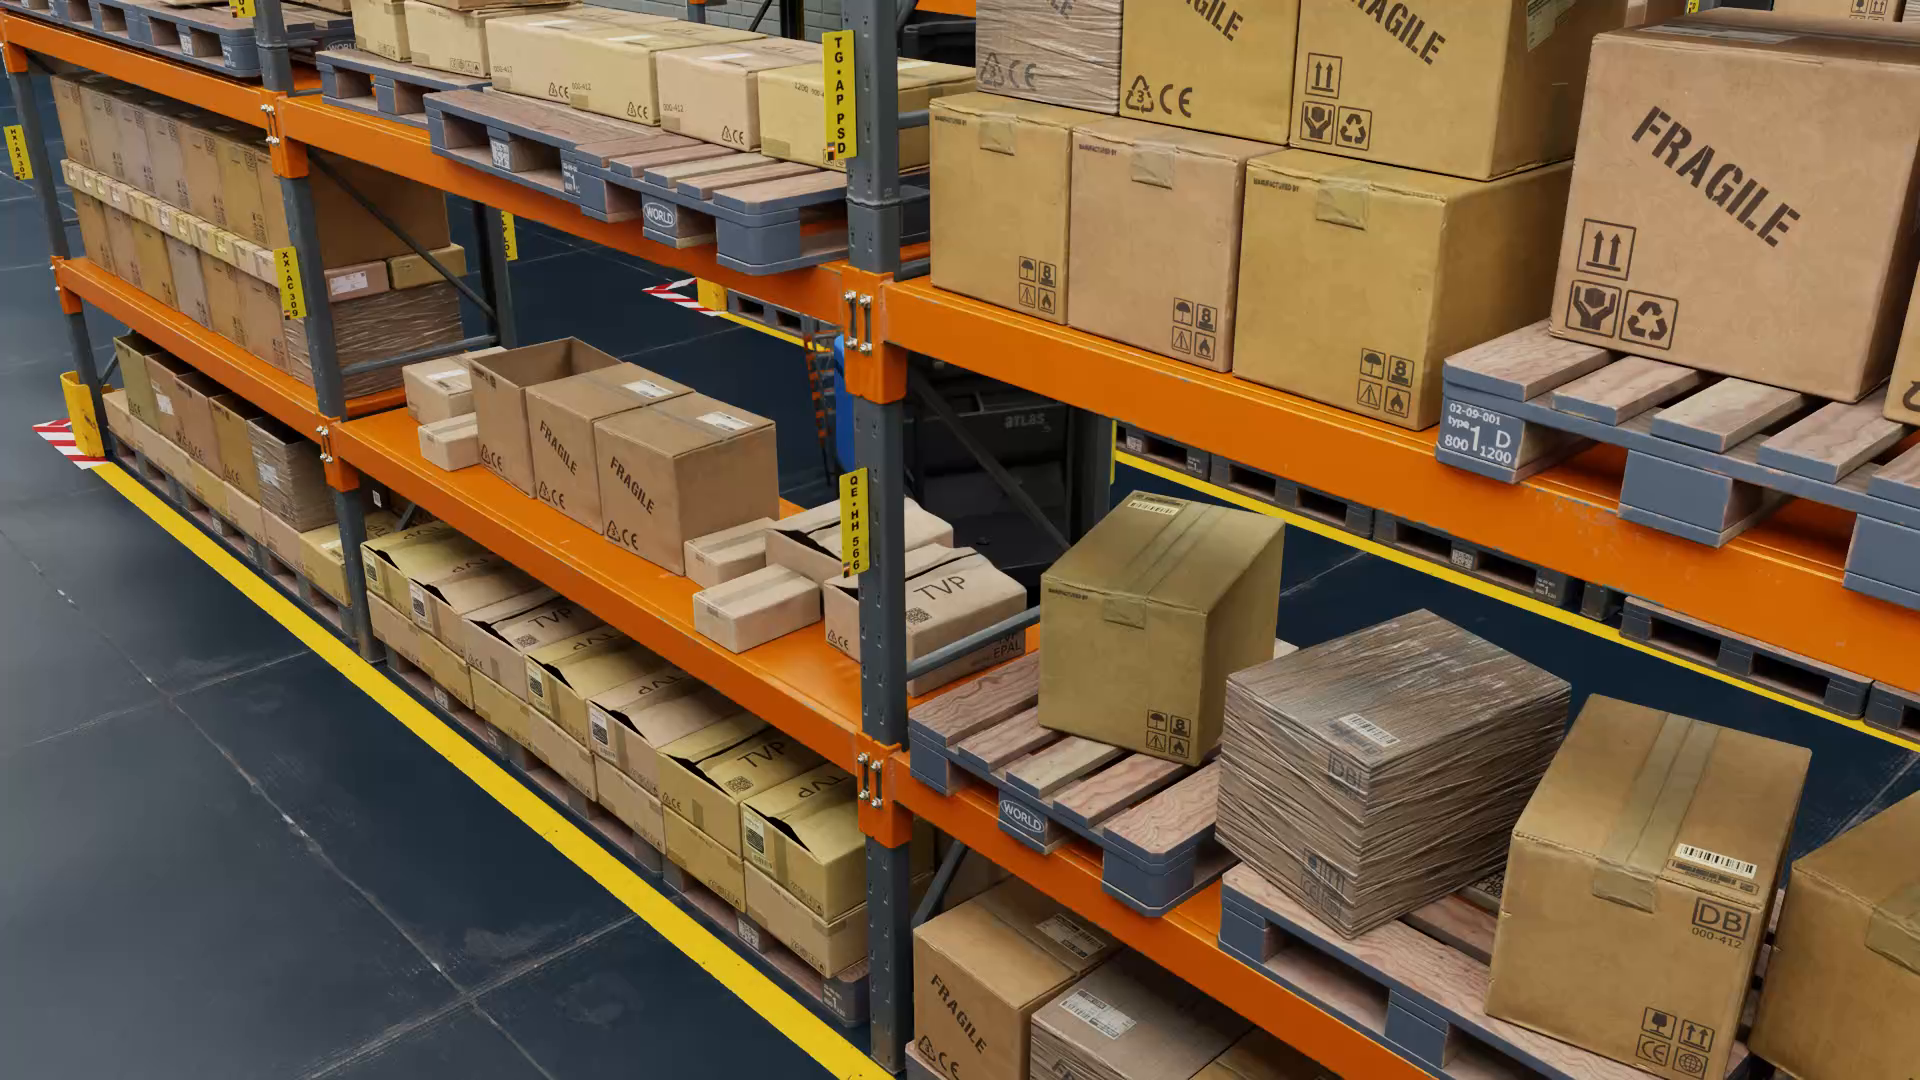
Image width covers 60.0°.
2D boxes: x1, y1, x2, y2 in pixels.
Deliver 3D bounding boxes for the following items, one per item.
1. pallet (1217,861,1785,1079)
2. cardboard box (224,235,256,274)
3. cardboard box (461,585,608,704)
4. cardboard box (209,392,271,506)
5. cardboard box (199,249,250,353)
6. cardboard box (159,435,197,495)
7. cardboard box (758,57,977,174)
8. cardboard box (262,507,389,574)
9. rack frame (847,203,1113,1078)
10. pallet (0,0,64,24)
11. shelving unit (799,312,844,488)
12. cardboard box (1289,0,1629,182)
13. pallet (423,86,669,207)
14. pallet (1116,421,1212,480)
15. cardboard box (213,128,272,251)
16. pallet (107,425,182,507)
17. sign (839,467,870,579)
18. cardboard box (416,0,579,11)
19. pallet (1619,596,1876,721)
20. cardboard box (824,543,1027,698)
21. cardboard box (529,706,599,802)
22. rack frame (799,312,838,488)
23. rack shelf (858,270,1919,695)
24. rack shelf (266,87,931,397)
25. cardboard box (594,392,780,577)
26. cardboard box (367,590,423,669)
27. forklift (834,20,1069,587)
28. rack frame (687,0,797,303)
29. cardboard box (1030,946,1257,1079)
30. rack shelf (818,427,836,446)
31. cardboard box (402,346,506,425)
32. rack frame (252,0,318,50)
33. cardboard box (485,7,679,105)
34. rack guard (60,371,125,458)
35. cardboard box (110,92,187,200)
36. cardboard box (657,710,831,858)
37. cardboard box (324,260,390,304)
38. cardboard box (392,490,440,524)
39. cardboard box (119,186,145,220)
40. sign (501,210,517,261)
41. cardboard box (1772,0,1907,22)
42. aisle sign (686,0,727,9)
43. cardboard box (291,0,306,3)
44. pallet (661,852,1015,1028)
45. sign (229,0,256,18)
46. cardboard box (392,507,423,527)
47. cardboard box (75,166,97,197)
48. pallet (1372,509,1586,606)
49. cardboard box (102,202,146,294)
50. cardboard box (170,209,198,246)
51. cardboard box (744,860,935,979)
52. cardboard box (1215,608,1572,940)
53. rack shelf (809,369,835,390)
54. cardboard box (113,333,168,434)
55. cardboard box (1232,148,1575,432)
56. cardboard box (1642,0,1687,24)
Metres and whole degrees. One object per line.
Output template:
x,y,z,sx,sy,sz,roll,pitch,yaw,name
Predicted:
1.429,0.995,4.186,1.003,0.211,1.213,-21,32,-38,pallet
-3.509,-1.487,8.495,0.380,0.149,0.250,-21,32,-39,cardboard box
-1.844,0.418,7.350,0.500,0.311,0.500,23,33,40,cardboard box
-3.792,-0.557,9.260,0.500,0.500,0.500,-21,32,-38,cardboard box
-3.651,-1.381,9.043,0.700,0.500,0.500,-21,32,-38,cardboard box
-4.482,-0.516,10.074,0.500,0.250,0.500,-21,32,-38,cardboard box
-0.255,-1.289,5.022,0.500,0.250,0.500,21,32,38,cardboard box
-3.449,-0.065,9.085,0.500,0.250,0.500,-21,32,-38,cardboard box
0.096,0.320,5.435,1.000,3.000,0.127,-21,32,-38,rack frame
-4.907,-3.207,9.658,1.003,0.211,1.213,-21,32,-38,pallet
-0.784,-0.943,10.402,0.258,1.200,0.189,-10,2,-21,shelving unit
1.087,-1.102,3.613,0.500,0.500,0.500,-21,32,-38,cardboard box
-1.199,-1.477,5.987,1.003,0.211,1.213,-19,31,-36,pallet
1.509,-0.794,11.236,1.003,0.211,1.213,-21,32,-38,pallet
-3.292,-1.813,8.427,0.700,0.500,0.500,-21,32,-39,cardboard box
-4.818,-0.615,10.844,1.003,0.211,1.213,-21,32,-38,pallet
-0.307,-0.048,4.847,0.100,0.325,0.005,-21,32,-38,sign
-1.839,-2.357,6.459,0.500,0.500,0.500,-18,30,-34,cardboard box
4.193,0.442,8.526,1.003,0.211,1.213,-21,32,-38,pallet
-0.121,0.238,5.722,0.500,0.311,0.500,-19,31,-35,cardboard box
-1.492,0.826,7.132,0.500,0.250,0.500,-20,32,-38,cardboard box
-0.817,-0.941,10.487,0.240,1.200,0.006,-10,2,-21,rack frame
1.463,-0.111,3.633,1.077,0.370,4.000,-21,32,-38,rack shelf
-1.271,-1.323,6.289,1.077,0.370,4.000,-21,32,-38,rack shelf
-1.063,-0.229,6.518,0.500,0.500,0.500,22,32,39,cardboard box
-2.543,0.361,8.153,0.500,0.250,0.500,-22,33,-40,cardboard box
0.179,-1.062,8.546,1.130,2.935,3.031,-8,26,-16,forklift
-1.758,-3.510,13.830,1.000,3.000,0.127,-21,32,-38,rack frame
0.561,1.633,5.038,0.500,0.500,0.500,22,33,40,cardboard box
-0.739,-0.662,10.412,0.258,0.103,0.180,-10,2,-21,rack shelf
-2.269,-0.687,7.822,0.500,0.250,0.500,-19,31,-35,cardboard box
-2.638,-3.621,6.846,1.000,3.000,0.127,-21,32,-38,rack frame
-1.376,-1.783,6.105,0.500,0.250,0.500,20,32,37,cardboard box
-5.388,-0.974,11.282,1.175,0.500,0.348,-21,32,-38,rack guard
-4.317,-2.268,9.424,0.700,0.500,0.500,-21,32,-38,cardboard box
-0.802,0.880,6.337,0.500,0.311,0.500,-22,32,-39,cardboard box
-2.980,-1.254,7.983,0.380,0.149,0.250,-21,32,-38,cardboard box
-2.726,-0.402,8.922,0.500,0.500,0.500,-21,32,-38,cardboard box
-4.554,-1.952,9.513,0.250,0.149,0.380,23,33,40,cardboard box
-2.248,-1.540,8.211,0.100,0.325,0.005,-21,32,-38,sign
4.077,-2.569,7.503,0.500,0.500,0.700,21,32,38,cardboard box
-2.026,-4.630,13.152,0.394,0.787,0.004,-21,32,-38,aisle sign
-3.159,-2.862,8.228,0.500,0.311,0.500,22,32,39,cardboard box
-0.438,1.328,6.584,1.003,0.211,1.213,-21,32,-38,pallet
-3.042,-2.370,6.999,0.100,0.325,0.005,-21,32,-38,sign
-2.733,-0.058,9.071,0.500,0.250,0.500,-21,32,-38,cardboard box
-5.078,-2.185,10.024,0.380,0.149,0.250,-22,33,-40,cardboard box
3.177,-0.055,9.616,1.003,0.211,1.213,-21,32,-38,pallet
-4.700,-1.846,10.063,0.700,0.500,0.500,-20,31,-37,cardboard box
-4.030,-1.719,9.002,0.380,0.149,0.250,-20,31,-37,cardboard box
-0.441,1.290,6.116,0.500,0.250,0.500,-20,31,-37,cardboard box
1.095,0.574,4.252,0.700,0.500,0.500,-15,28,-29,cardboard box
-0.796,-1.017,10.399,0.258,0.103,0.180,-10,2,-21,rack shelf
-4.824,-1.008,10.250,0.500,0.500,0.500,-21,32,-38,cardboard box
1.123,-0.656,3.838,0.910,0.500,0.500,-21,32,-38,cardboard box
3.385,-2.789,8.491,0.500,0.500,0.500,-21,32,-38,cardboard box
